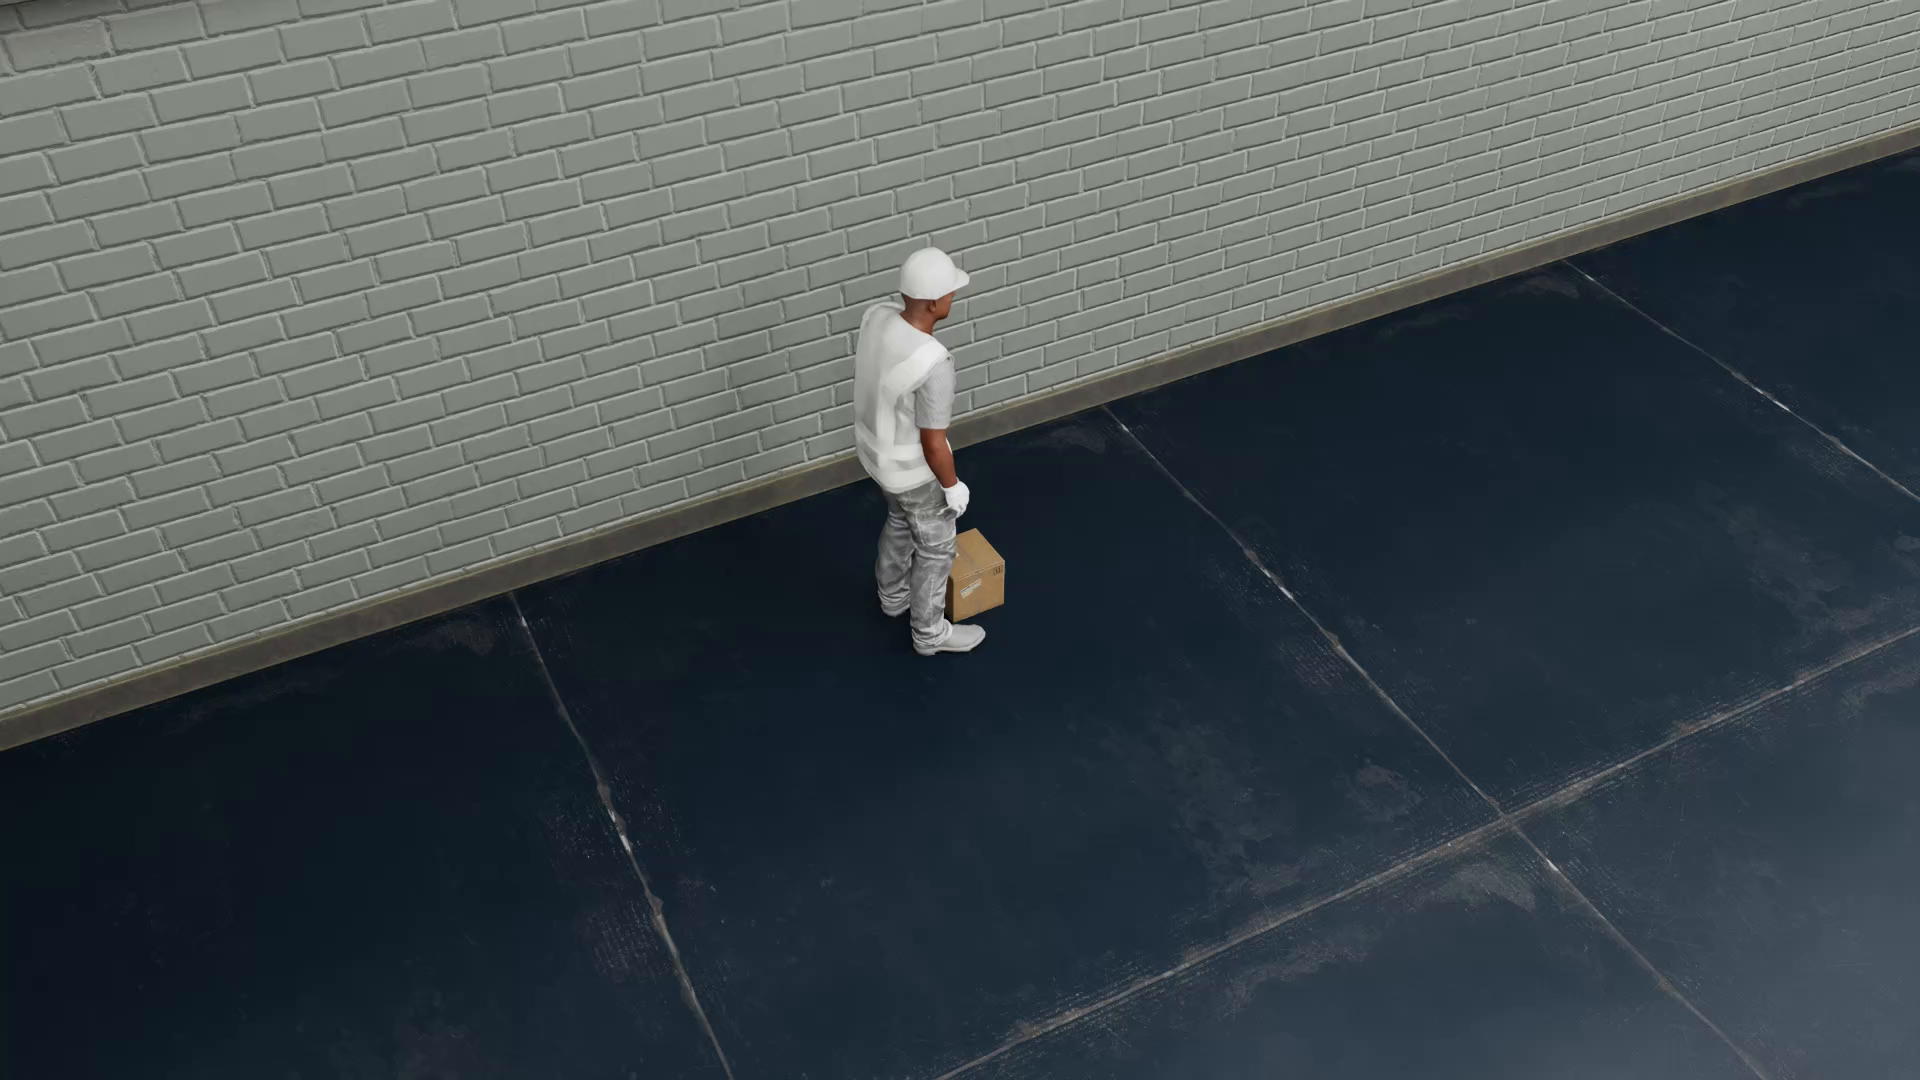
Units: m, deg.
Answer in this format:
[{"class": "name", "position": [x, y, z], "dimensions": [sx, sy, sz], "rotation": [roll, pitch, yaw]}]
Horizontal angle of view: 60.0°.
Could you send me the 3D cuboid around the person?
[{"class": "person", "position": [-0.166, -0.334, 6.535], "dimensions": [0.449, 1.774, 0.616], "rotation": [-19, 44, -20]}]
